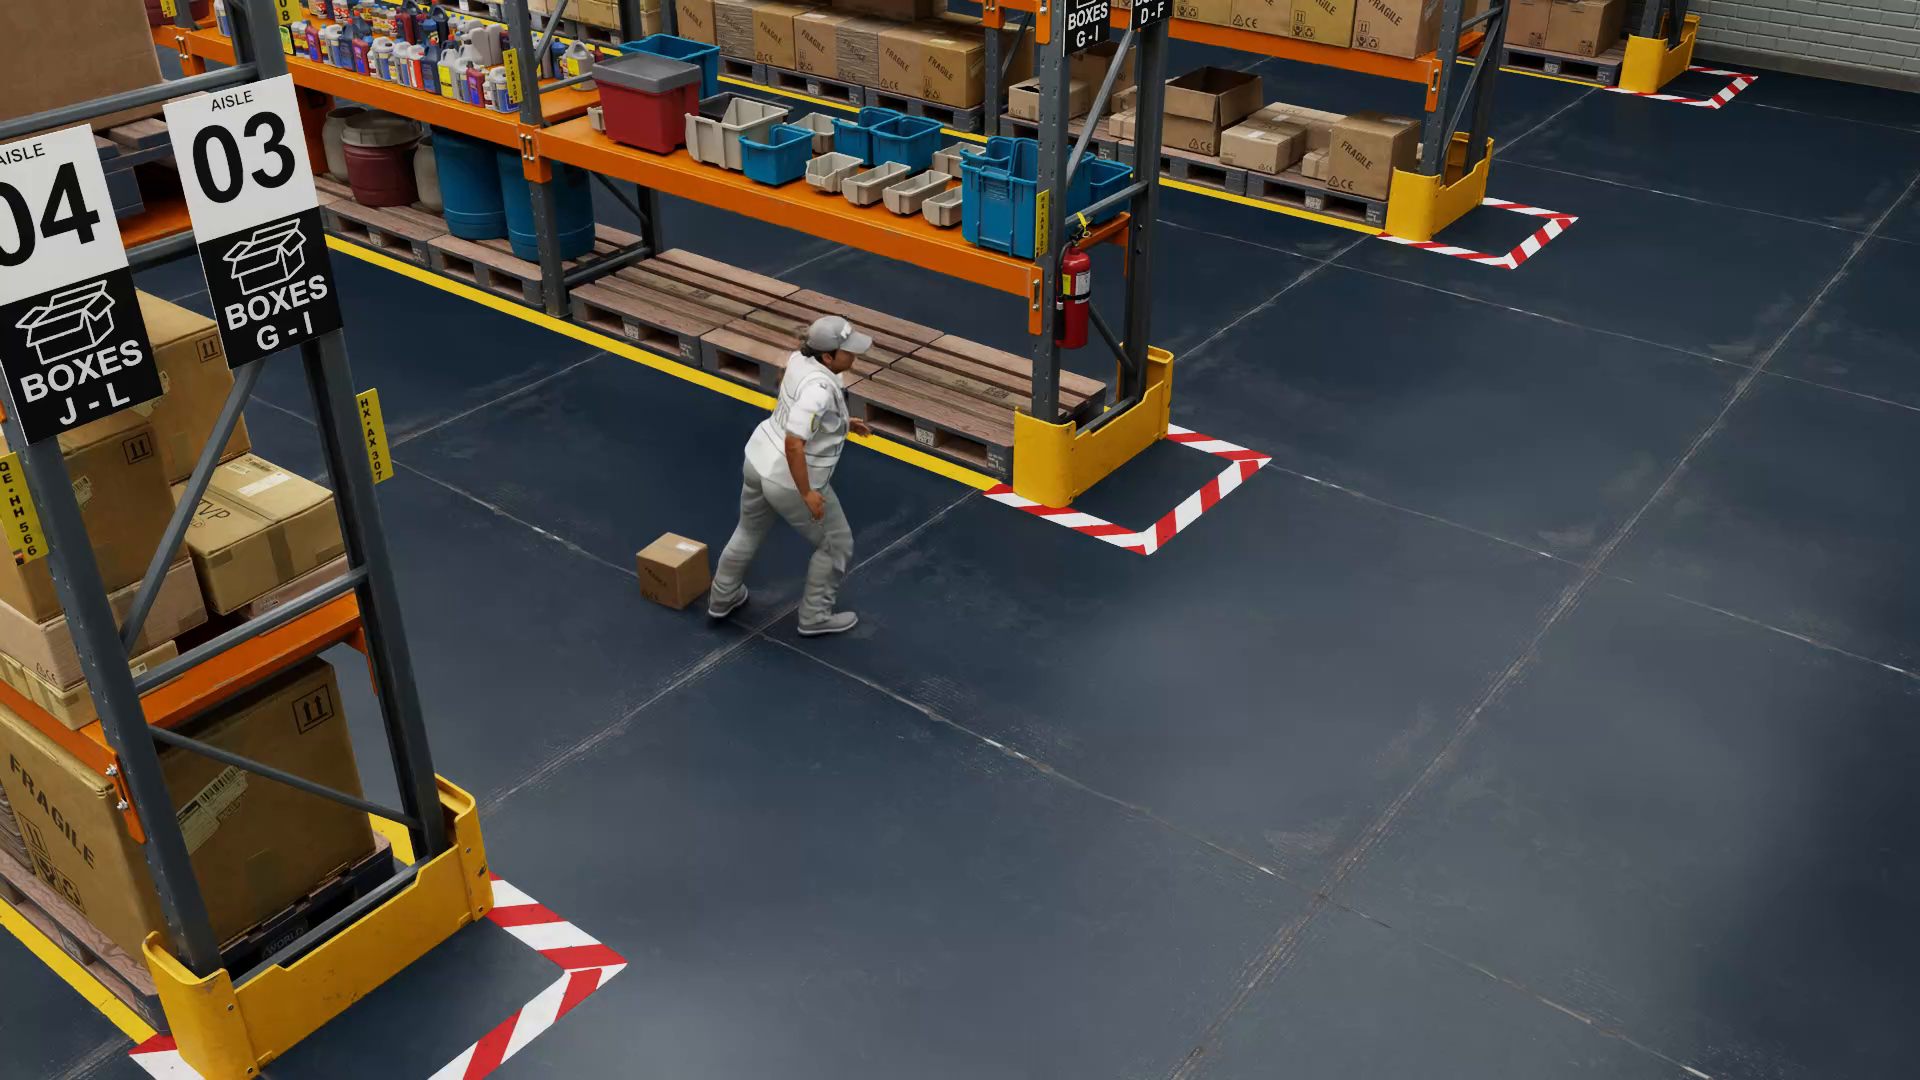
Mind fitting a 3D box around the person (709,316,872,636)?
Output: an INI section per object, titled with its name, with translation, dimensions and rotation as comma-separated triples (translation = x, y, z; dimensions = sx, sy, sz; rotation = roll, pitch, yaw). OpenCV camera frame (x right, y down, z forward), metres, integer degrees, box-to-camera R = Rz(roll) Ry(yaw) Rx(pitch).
[person]
translation = -0.775, -0.303, 7.706
dimensions = 0.832, 1.596, 0.658
rotation = -16, 34, -24
